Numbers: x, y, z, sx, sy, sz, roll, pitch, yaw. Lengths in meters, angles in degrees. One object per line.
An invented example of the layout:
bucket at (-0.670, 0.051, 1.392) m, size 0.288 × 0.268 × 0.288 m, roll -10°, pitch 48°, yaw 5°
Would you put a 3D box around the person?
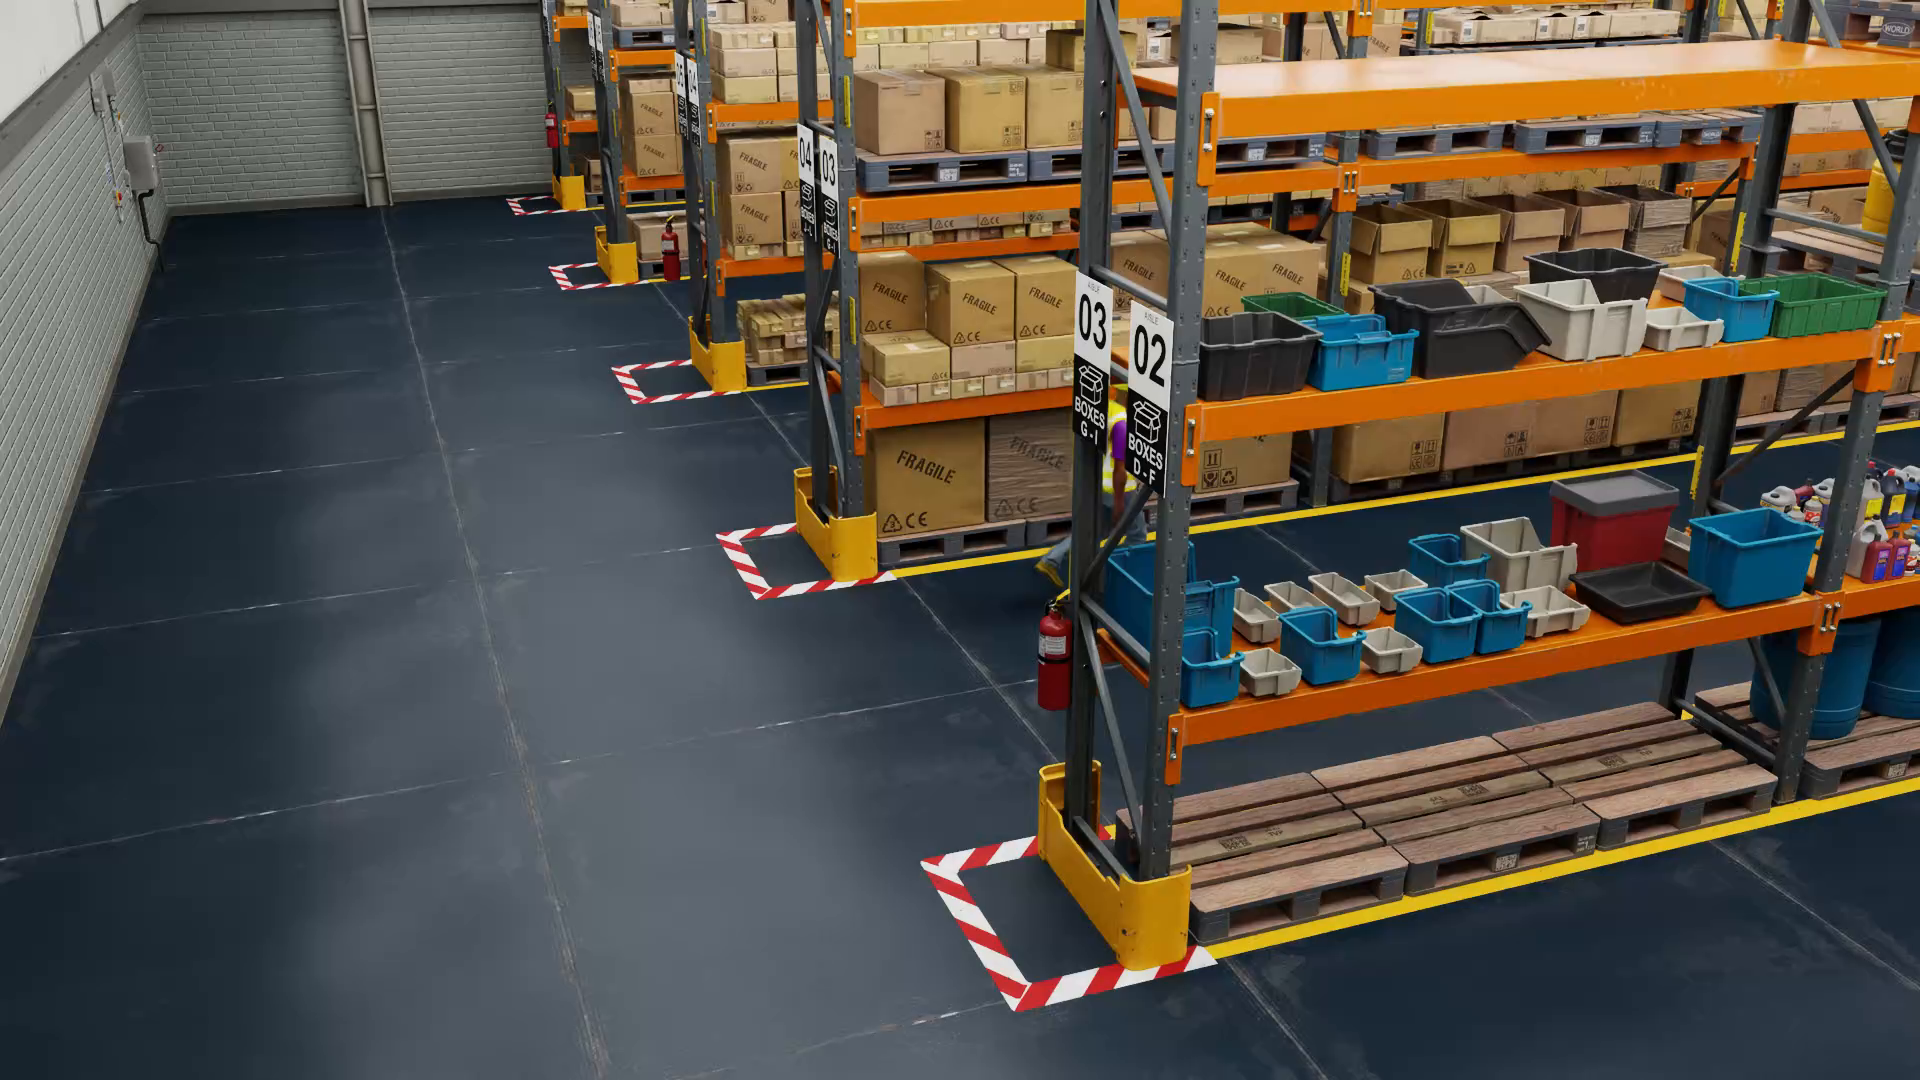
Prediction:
person at (1.010, -0.382, 11.756) m, size 0.948 × 1.734 × 0.574 m, roll -7°, pitch 23°, yaw -17°
